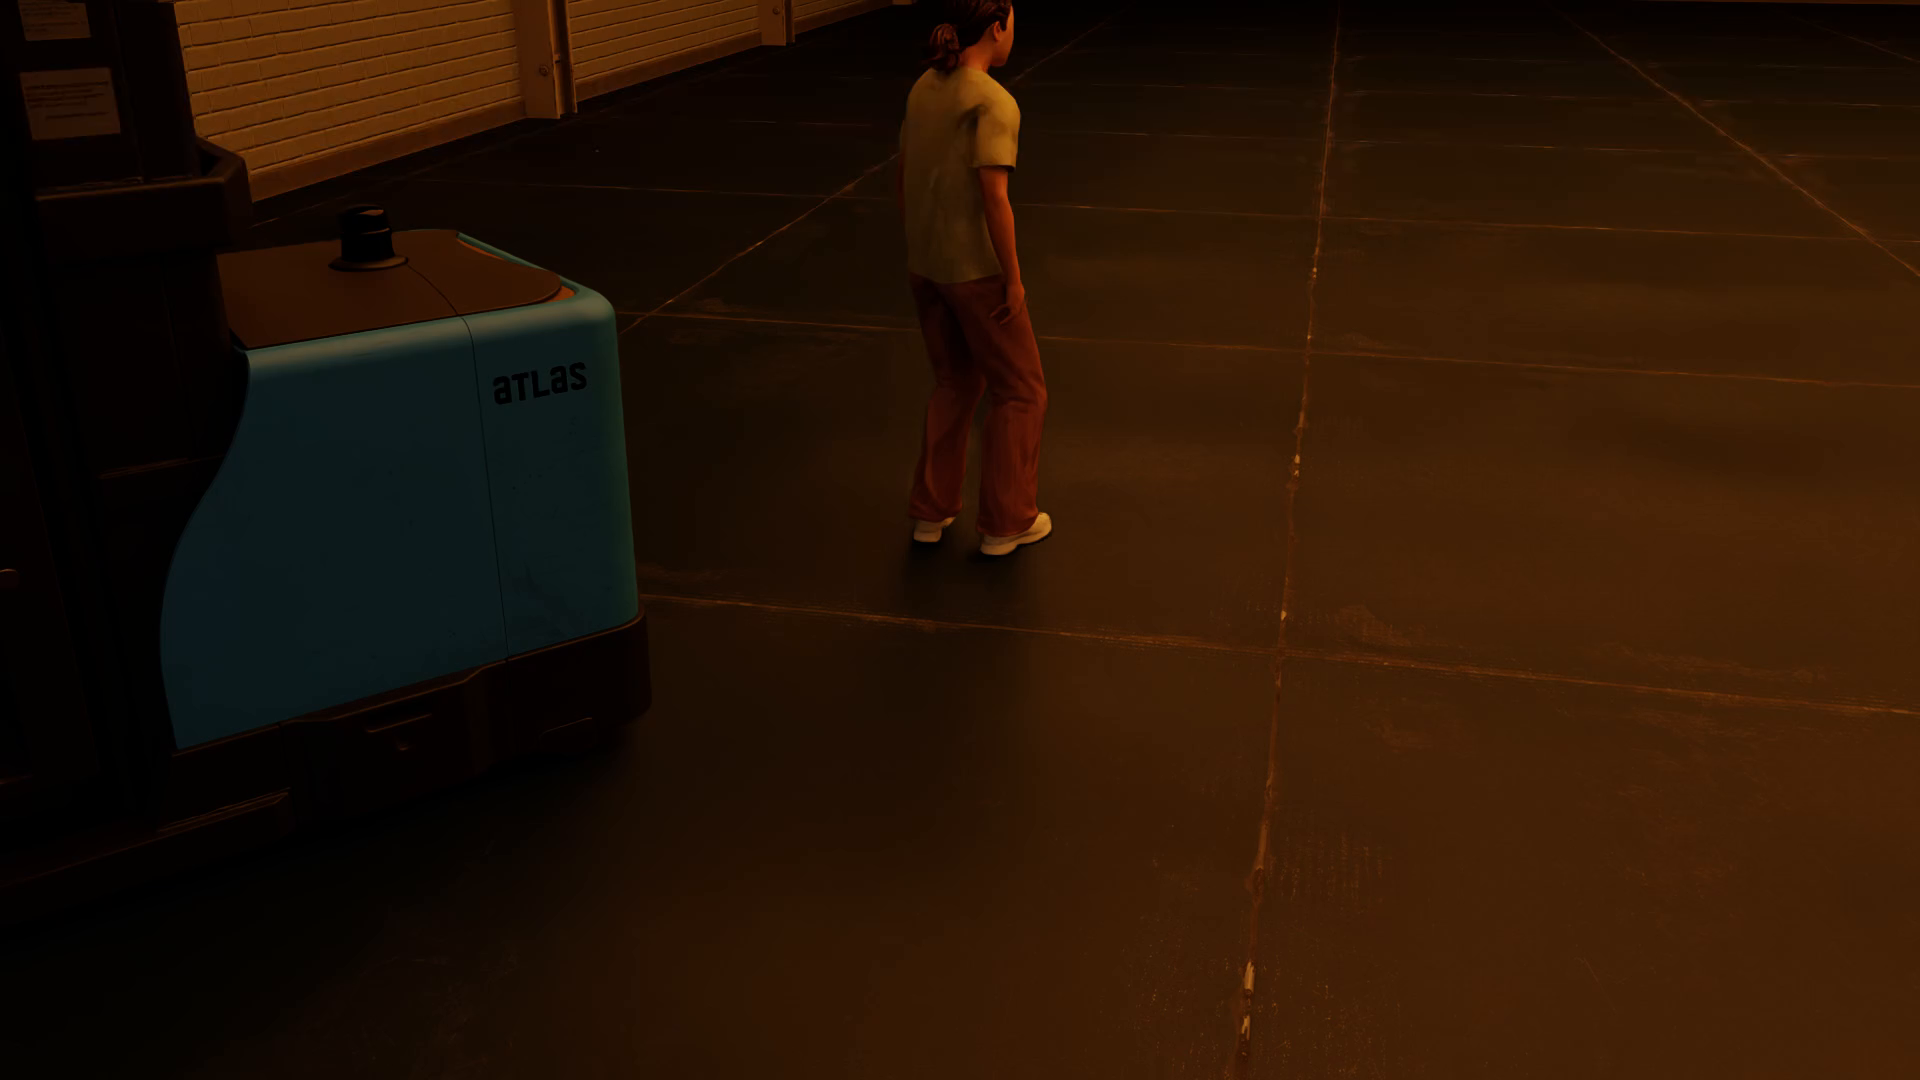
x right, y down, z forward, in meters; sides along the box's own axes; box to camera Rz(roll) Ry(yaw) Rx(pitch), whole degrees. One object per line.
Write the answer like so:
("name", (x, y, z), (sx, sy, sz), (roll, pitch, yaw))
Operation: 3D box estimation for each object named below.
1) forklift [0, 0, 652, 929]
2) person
("forklift", (-2.223, -0.702, 2.989), (3.031, 2.935, 1.130), (-16, 27, -34))
("person", (0.010, -0.695, 4.897), (0.334, 1.371, 0.494), (-15, 27, -33))
